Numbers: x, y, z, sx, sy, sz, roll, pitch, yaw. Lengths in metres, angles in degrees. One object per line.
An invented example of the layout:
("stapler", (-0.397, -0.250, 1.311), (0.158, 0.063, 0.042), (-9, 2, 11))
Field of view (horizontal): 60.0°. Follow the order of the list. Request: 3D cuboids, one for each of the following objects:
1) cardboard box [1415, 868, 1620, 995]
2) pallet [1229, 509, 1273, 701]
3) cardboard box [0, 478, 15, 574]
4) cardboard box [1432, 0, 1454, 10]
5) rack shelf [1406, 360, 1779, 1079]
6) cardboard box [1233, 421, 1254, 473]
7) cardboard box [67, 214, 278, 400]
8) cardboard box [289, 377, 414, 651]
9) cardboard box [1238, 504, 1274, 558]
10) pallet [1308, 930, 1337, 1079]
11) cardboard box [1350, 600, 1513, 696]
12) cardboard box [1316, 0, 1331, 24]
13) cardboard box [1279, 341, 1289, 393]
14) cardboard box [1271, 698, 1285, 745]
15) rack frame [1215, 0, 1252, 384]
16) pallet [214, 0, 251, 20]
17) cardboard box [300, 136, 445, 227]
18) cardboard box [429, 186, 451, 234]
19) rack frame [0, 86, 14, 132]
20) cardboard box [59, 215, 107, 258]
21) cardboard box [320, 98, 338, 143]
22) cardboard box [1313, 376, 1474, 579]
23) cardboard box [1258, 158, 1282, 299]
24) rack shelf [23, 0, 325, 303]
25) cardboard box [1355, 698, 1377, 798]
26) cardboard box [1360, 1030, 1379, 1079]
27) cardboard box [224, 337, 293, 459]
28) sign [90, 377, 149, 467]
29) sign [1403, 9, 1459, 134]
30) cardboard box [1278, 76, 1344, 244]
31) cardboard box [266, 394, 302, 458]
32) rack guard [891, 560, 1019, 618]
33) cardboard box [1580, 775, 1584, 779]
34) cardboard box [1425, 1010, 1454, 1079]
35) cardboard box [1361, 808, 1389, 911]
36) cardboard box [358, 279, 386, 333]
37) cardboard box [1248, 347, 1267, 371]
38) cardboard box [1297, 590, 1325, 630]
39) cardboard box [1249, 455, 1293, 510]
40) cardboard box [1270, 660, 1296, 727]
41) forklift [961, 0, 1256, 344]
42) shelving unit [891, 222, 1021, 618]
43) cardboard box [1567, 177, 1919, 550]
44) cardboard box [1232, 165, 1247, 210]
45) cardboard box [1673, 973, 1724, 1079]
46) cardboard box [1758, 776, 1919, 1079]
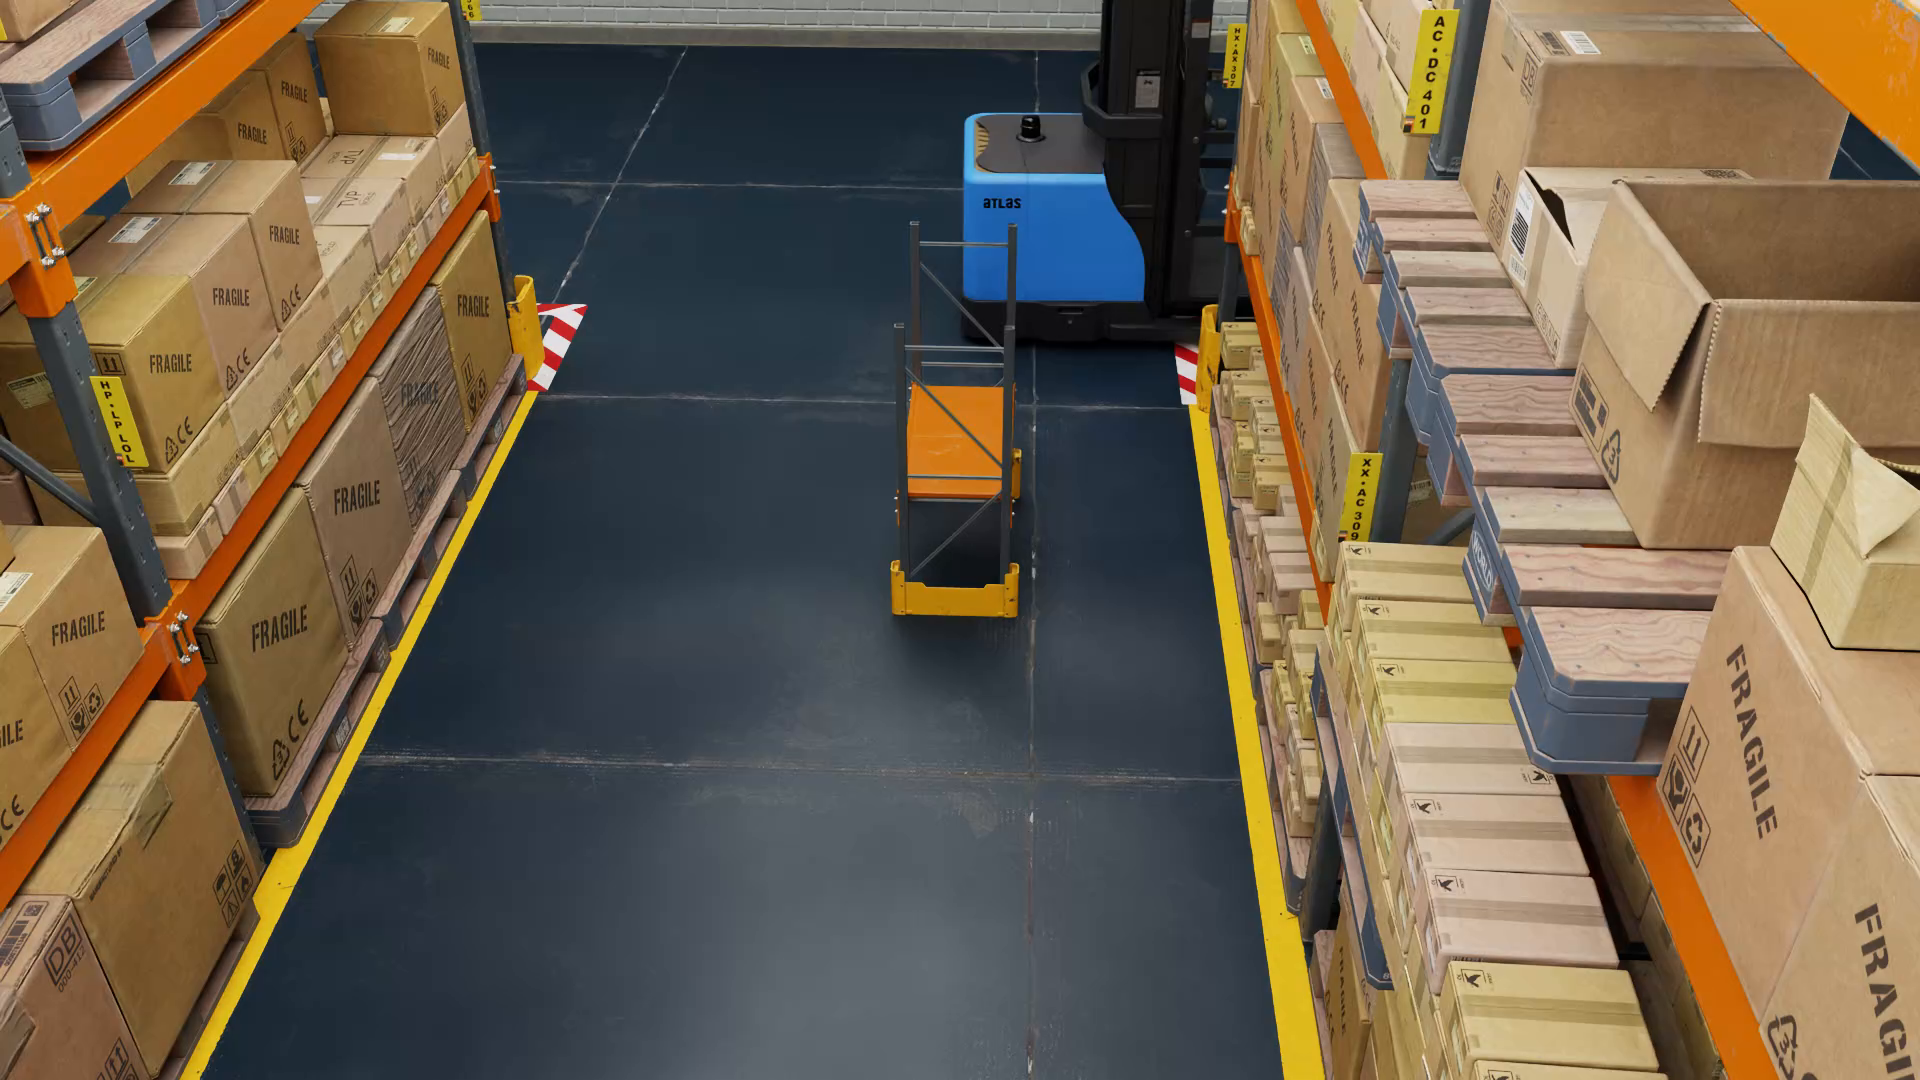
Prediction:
("cardboard box", (1.237, 0.883, 3.720), (0.380, 0.149, 0.250), (3, 35, 4))
("pallet", (1.801, 0.289, 7.656), (1.003, 0.211, 1.213), (1, 35, 2))
("cardboard box", (-3.206, -0.019, 4.710), (0.797, 0.503, 0.637), (0, 35, 1))
("cardboard box", (1.503, -1.482, 4.491), (0.380, 0.149, 0.250), (0, 35, 0))
("rack shelf", (1.683, 0.453, 3.013), (1.077, 0.370, 4.000), (1, 35, 2))
("cardboard box", (1.539, -0.449, 8.136), (0.380, 0.149, 0.250), (2, 35, 3))
("cardboard box", (-2.886, -0.854, 6.077), (0.500, 0.500, 0.500), (1, 35, 2))
("cardboard box", (-3.046, -0.132, 7.312), (0.875, 0.875, 0.875), (1, 35, 2))
("cardboard box", (1.520, -0.043, 7.817), (0.380, 0.149, 0.250), (0, 35, 0))
("pallet", (1.734, 1.826, 5.469), (1.003, 0.211, 1.213), (1, 35, 2))
("cardboard box", (1.283, 0.301, 4.549), (0.380, 0.149, 0.250), (2, 35, 3))
("cardboard box", (1.586, -2.080, 6.122), (0.500, 0.250, 0.500), (1, 35, 2))
("cardboard box", (1.532, -0.729, 6.898), (0.380, 0.149, 0.250), (2, 35, 3))
("cardboard box", (1.479, 0.698, 6.762), (0.380, 0.149, 0.250), (0, 35, 0))
("rack frame", (1.924, -2.061, 8.574), (1.000, 3.000, 0.127), (1, 35, 2))
("pallet", (-3.093, -2.295, 6.375), (1.003, 0.211, 1.213), (1, 35, 2))
("cardboard box", (-2.803, -1.718, 7.957), (0.500, 0.250, 0.500), (1, 35, 1))
("cardboard box", (-2.733, -1.624, 8.171), (0.380, 0.149, 0.250), (1, 35, 2))
("rack frame", (-3.188, -2.390, 3.824), (1.000, 3.000, 0.127), (1, 35, 2))
("cardboard box", (-3.413, -0.861, 6.085), (0.500, 0.500, 0.500), (2, 35, 2))
("cardboard box", (-3.317, -2.024, 8.393), (0.500, 0.250, 0.500), (0, 35, 1))
("cardboard box", (1.501, -0.210, 5.594), (0.500, 0.500, 0.500), (1, 35, 2))
("cardboard box", (1.602, -1.383, 7.263), (0.500, 0.500, 0.500), (2, 35, 3))
("rack shelf", (-3.108, -2.017, 6.529), (1.077, 0.370, 4.000), (1, 35, 2))
("cardboard box", (1.270, 0.560, 4.440), (0.380, 0.149, 0.250), (2, 35, 3))
("cardboard box", (1.449, 1.811, 4.874), (0.500, 0.500, 0.500), (3, 35, 4))
("cardboard box", (-2.883, -0.545, 6.289), (0.500, 0.250, 0.500), (1, 35, 2))
("sign", (-2.646, -0.370, 5.229), (0.100, 0.325, 0.005), (1, 35, 2))
("sign", (1.221, -1.210, 4.304), (0.100, 0.325, 0.005), (1, 35, 2))
("cardboard box", (1.567, -1.500, 6.560), (0.500, 0.500, 0.500), (0, 35, 0))
("cardboard box", (-2.815, -0.448, 6.498), (0.380, 0.149, 0.250), (0, 35, 1))
("rack guard", (-0.023, 0.228, 7.709), (0.587, 0.250, 0.087), (1, 35, 2))
("cardboard box", (1.936, 0.550, 4.712), (0.380, 0.149, 0.250), (2, 35, 2))
("cardboard box", (1.227, 1.161, 3.584), (0.380, 0.149, 0.250), (1, 35, 1))
("cardboard box", (1.258, 0.831, 4.312), (0.380, 0.149, 0.250), (2, 35, 2))
("cardboard box", (-2.775, -1.040, 7.340), (0.380, 0.149, 0.250), (2, 35, 3))
("cardboard box", (1.673, -0.855, 8.455), (0.380, 0.149, 0.250), (2, 35, 3))
("cardboard box", (1.580, 0.340, 6.754), (0.380, 0.149, 0.250), (2, 35, 3))
("cardboard box", (1.531, -0.260, 7.608), (0.380, 0.149, 0.250), (2, 35, 3))
("cardboard box", (1.450, 0.612, 6.626), (0.380, 0.149, 0.250), (0, 35, 0))
("forklift", (1.526, -2.628, 9.440), (3.031, 2.935, 1.130), (0, 35, 0))
("shelving unit", (-0.003, -0.570, 7.756), (0.587, 1.500, 1.083), (1, 35, 2))
("cardboard box", (1.570, -0.320, 3.032), (0.797, 0.503, 0.637), (1, 35, 1))
("cardboard box", (1.584, -1.780, 8.392), (0.380, 0.149, 0.250), (1, 35, 2))
("cardboard box", (1.896, 1.150, 3.859), (0.380, 0.149, 0.250), (3, 35, 4))
("cardboard box", (1.379, 0.646, 2.027), (0.500, 0.500, 0.500), (1, 35, 2))
